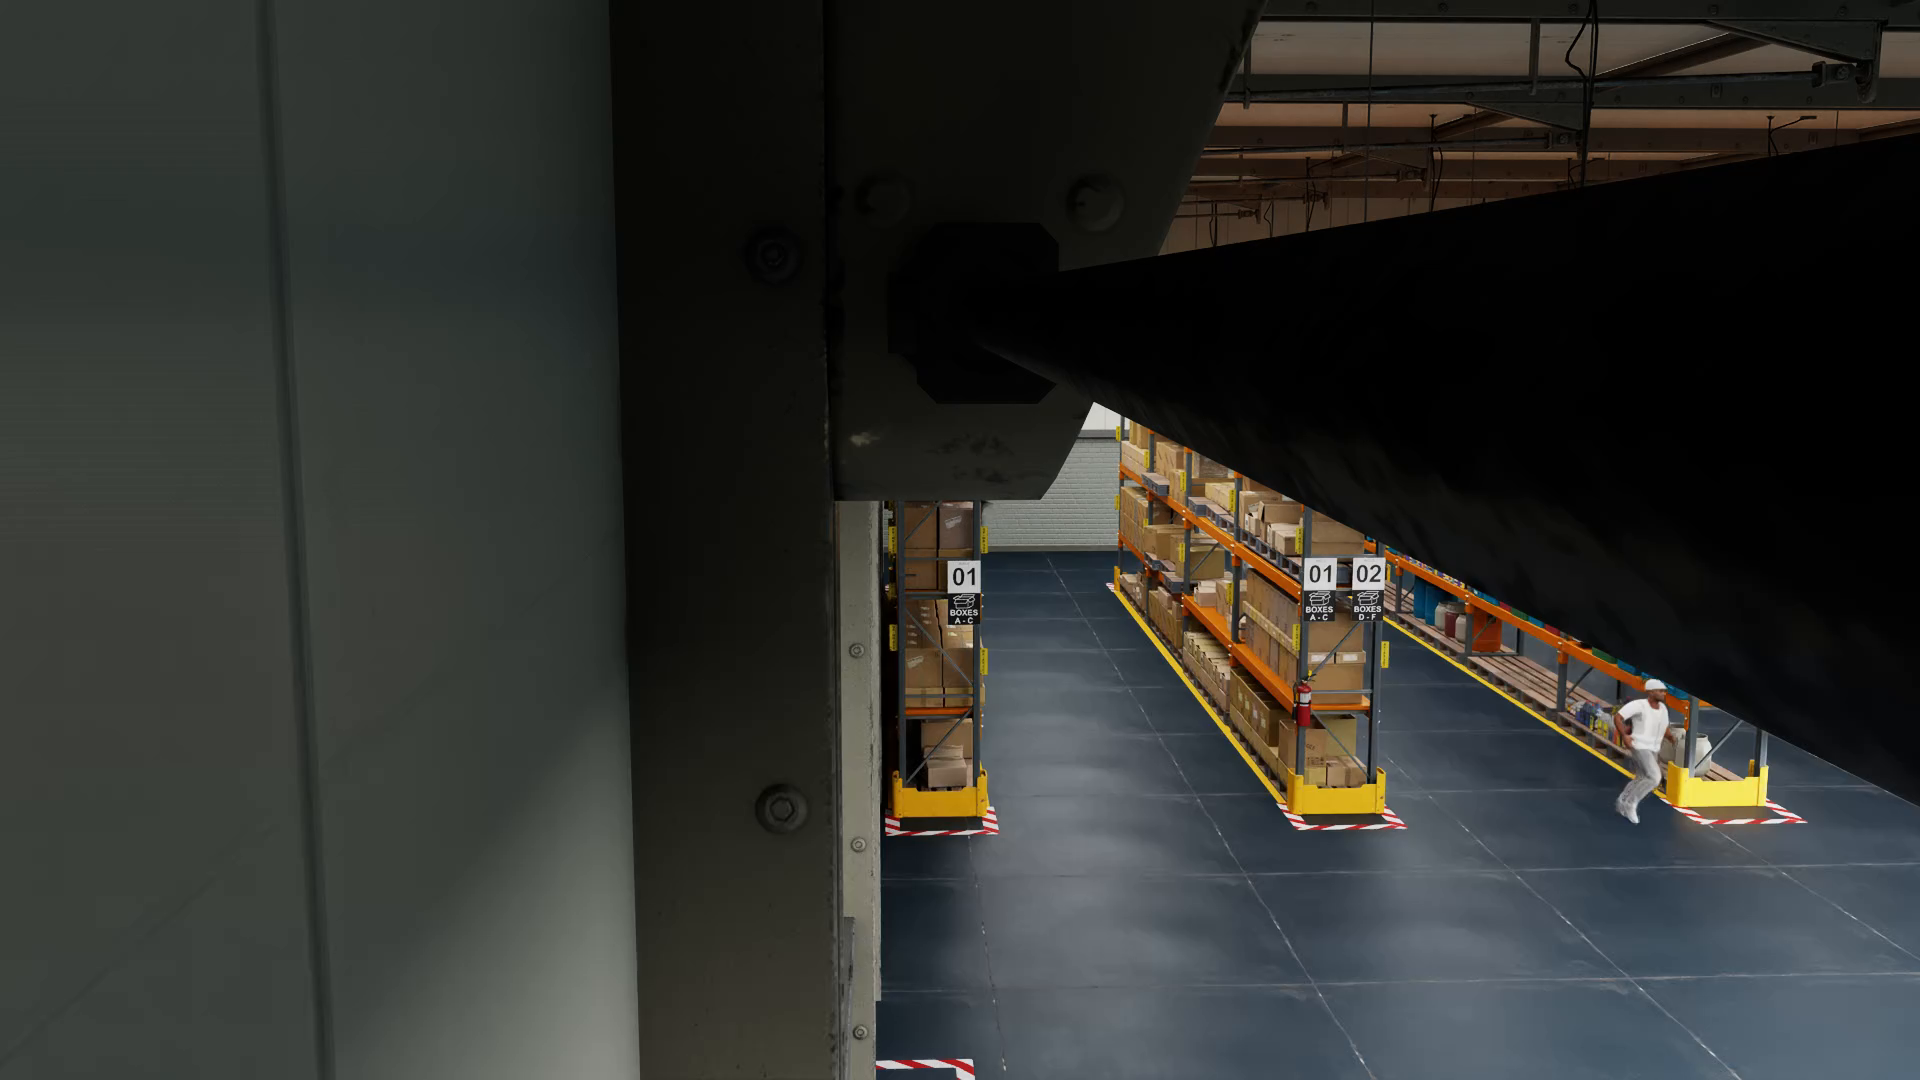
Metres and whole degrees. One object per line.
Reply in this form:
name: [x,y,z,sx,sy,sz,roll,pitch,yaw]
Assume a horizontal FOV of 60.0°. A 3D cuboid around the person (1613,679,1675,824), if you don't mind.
person: [8.416,2.568,20.345,0.697,1.745,0.649,-5,10,-34]
